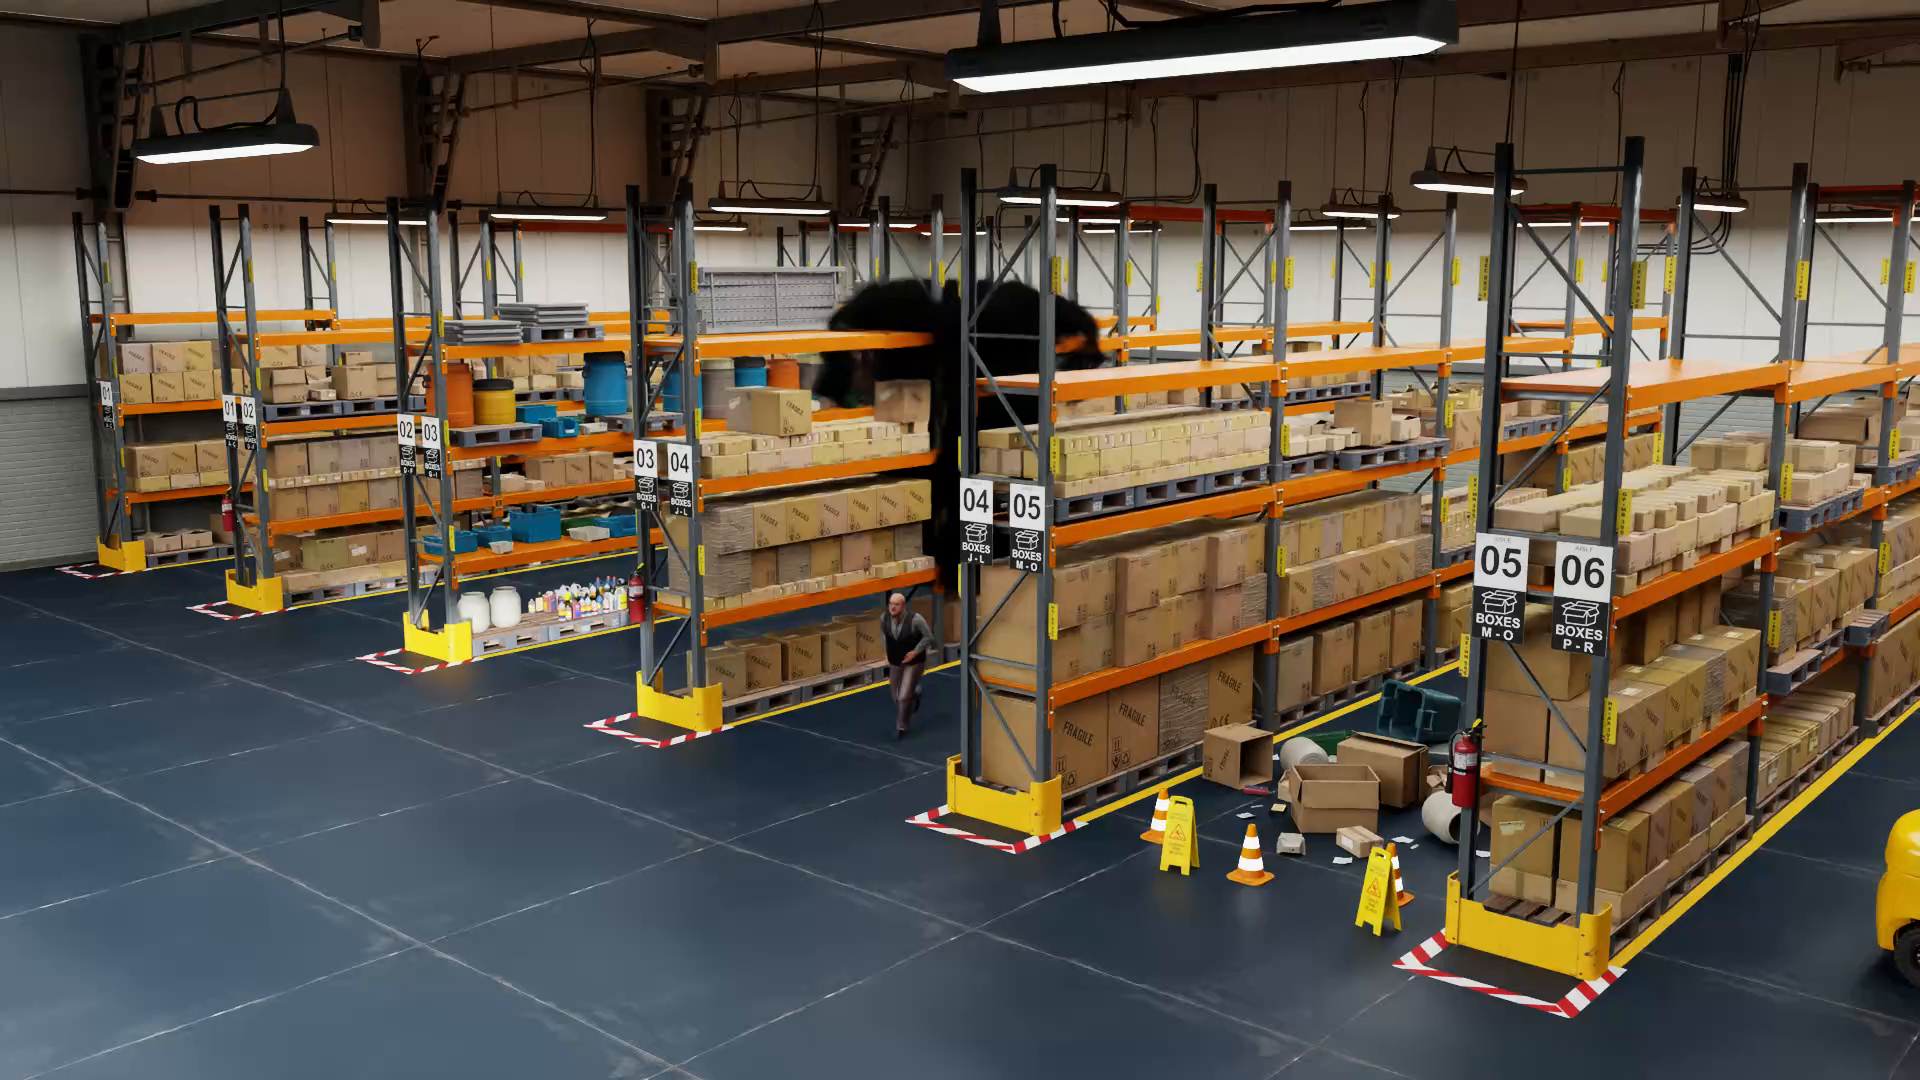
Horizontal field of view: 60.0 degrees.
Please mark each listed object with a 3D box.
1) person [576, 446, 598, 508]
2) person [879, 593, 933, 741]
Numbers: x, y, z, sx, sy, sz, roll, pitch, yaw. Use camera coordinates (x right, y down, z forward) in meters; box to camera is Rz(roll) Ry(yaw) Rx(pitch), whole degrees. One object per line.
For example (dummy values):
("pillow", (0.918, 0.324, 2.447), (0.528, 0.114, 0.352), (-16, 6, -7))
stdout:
("person", (-7.520, -1.148, 33.160), (0.604, 1.659, 0.538), (8, 12, 38))
("person", (-0.571, 1.355, 18.298), (0.656, 1.664, 0.815), (3, 10, 18))
